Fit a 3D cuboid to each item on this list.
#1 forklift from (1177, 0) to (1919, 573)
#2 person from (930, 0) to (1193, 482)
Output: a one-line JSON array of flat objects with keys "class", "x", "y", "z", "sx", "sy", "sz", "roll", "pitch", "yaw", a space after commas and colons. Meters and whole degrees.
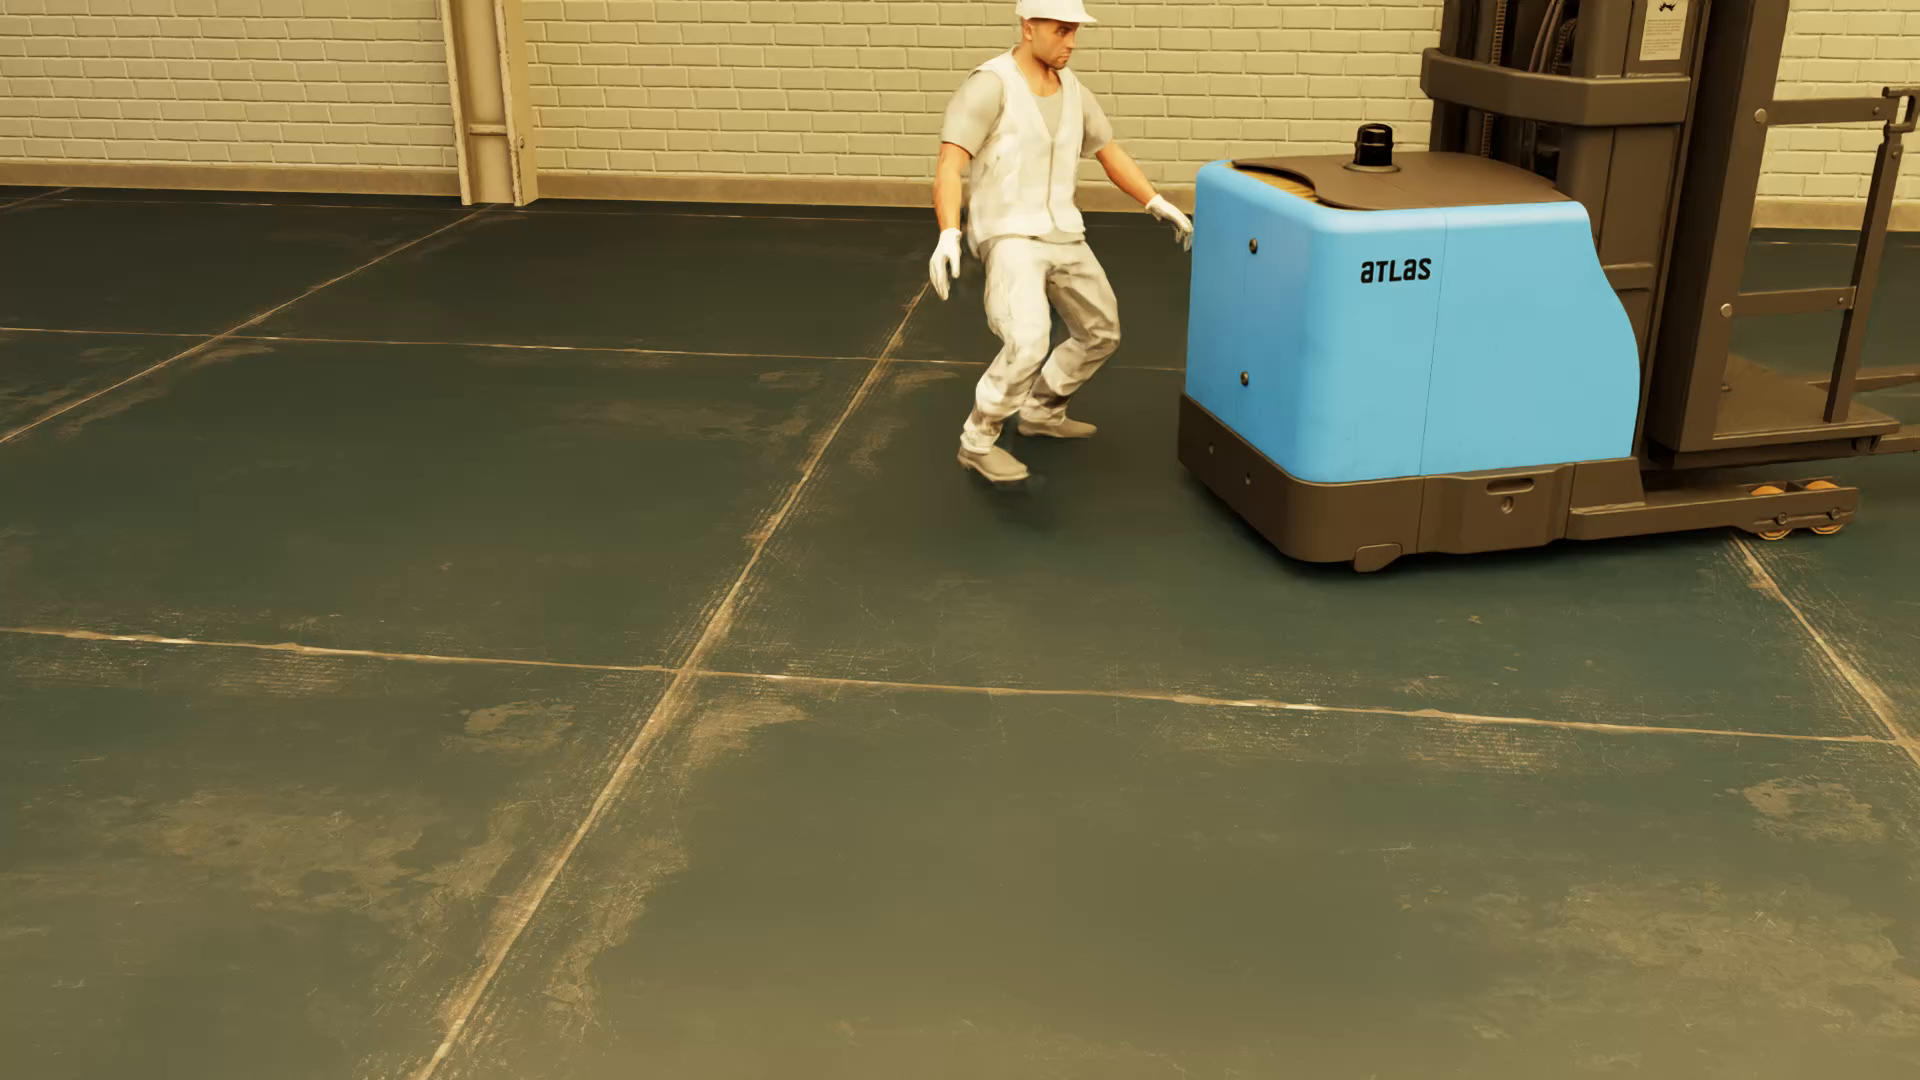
[{"class": "forklift", "x": 2.315, "y": -1.545, "z": 5.089, "sx": 3.031, "sy": 2.935, "sz": 1.130, "roll": -5, "pitch": 23, "yaw": -13}, {"class": "person", "x": 0.282, "y": -1.013, "z": 5.528, "sx": 0.993, "sy": 1.651, "sz": 0.678, "roll": -17, "pitch": 27, "yaw": -36}]
